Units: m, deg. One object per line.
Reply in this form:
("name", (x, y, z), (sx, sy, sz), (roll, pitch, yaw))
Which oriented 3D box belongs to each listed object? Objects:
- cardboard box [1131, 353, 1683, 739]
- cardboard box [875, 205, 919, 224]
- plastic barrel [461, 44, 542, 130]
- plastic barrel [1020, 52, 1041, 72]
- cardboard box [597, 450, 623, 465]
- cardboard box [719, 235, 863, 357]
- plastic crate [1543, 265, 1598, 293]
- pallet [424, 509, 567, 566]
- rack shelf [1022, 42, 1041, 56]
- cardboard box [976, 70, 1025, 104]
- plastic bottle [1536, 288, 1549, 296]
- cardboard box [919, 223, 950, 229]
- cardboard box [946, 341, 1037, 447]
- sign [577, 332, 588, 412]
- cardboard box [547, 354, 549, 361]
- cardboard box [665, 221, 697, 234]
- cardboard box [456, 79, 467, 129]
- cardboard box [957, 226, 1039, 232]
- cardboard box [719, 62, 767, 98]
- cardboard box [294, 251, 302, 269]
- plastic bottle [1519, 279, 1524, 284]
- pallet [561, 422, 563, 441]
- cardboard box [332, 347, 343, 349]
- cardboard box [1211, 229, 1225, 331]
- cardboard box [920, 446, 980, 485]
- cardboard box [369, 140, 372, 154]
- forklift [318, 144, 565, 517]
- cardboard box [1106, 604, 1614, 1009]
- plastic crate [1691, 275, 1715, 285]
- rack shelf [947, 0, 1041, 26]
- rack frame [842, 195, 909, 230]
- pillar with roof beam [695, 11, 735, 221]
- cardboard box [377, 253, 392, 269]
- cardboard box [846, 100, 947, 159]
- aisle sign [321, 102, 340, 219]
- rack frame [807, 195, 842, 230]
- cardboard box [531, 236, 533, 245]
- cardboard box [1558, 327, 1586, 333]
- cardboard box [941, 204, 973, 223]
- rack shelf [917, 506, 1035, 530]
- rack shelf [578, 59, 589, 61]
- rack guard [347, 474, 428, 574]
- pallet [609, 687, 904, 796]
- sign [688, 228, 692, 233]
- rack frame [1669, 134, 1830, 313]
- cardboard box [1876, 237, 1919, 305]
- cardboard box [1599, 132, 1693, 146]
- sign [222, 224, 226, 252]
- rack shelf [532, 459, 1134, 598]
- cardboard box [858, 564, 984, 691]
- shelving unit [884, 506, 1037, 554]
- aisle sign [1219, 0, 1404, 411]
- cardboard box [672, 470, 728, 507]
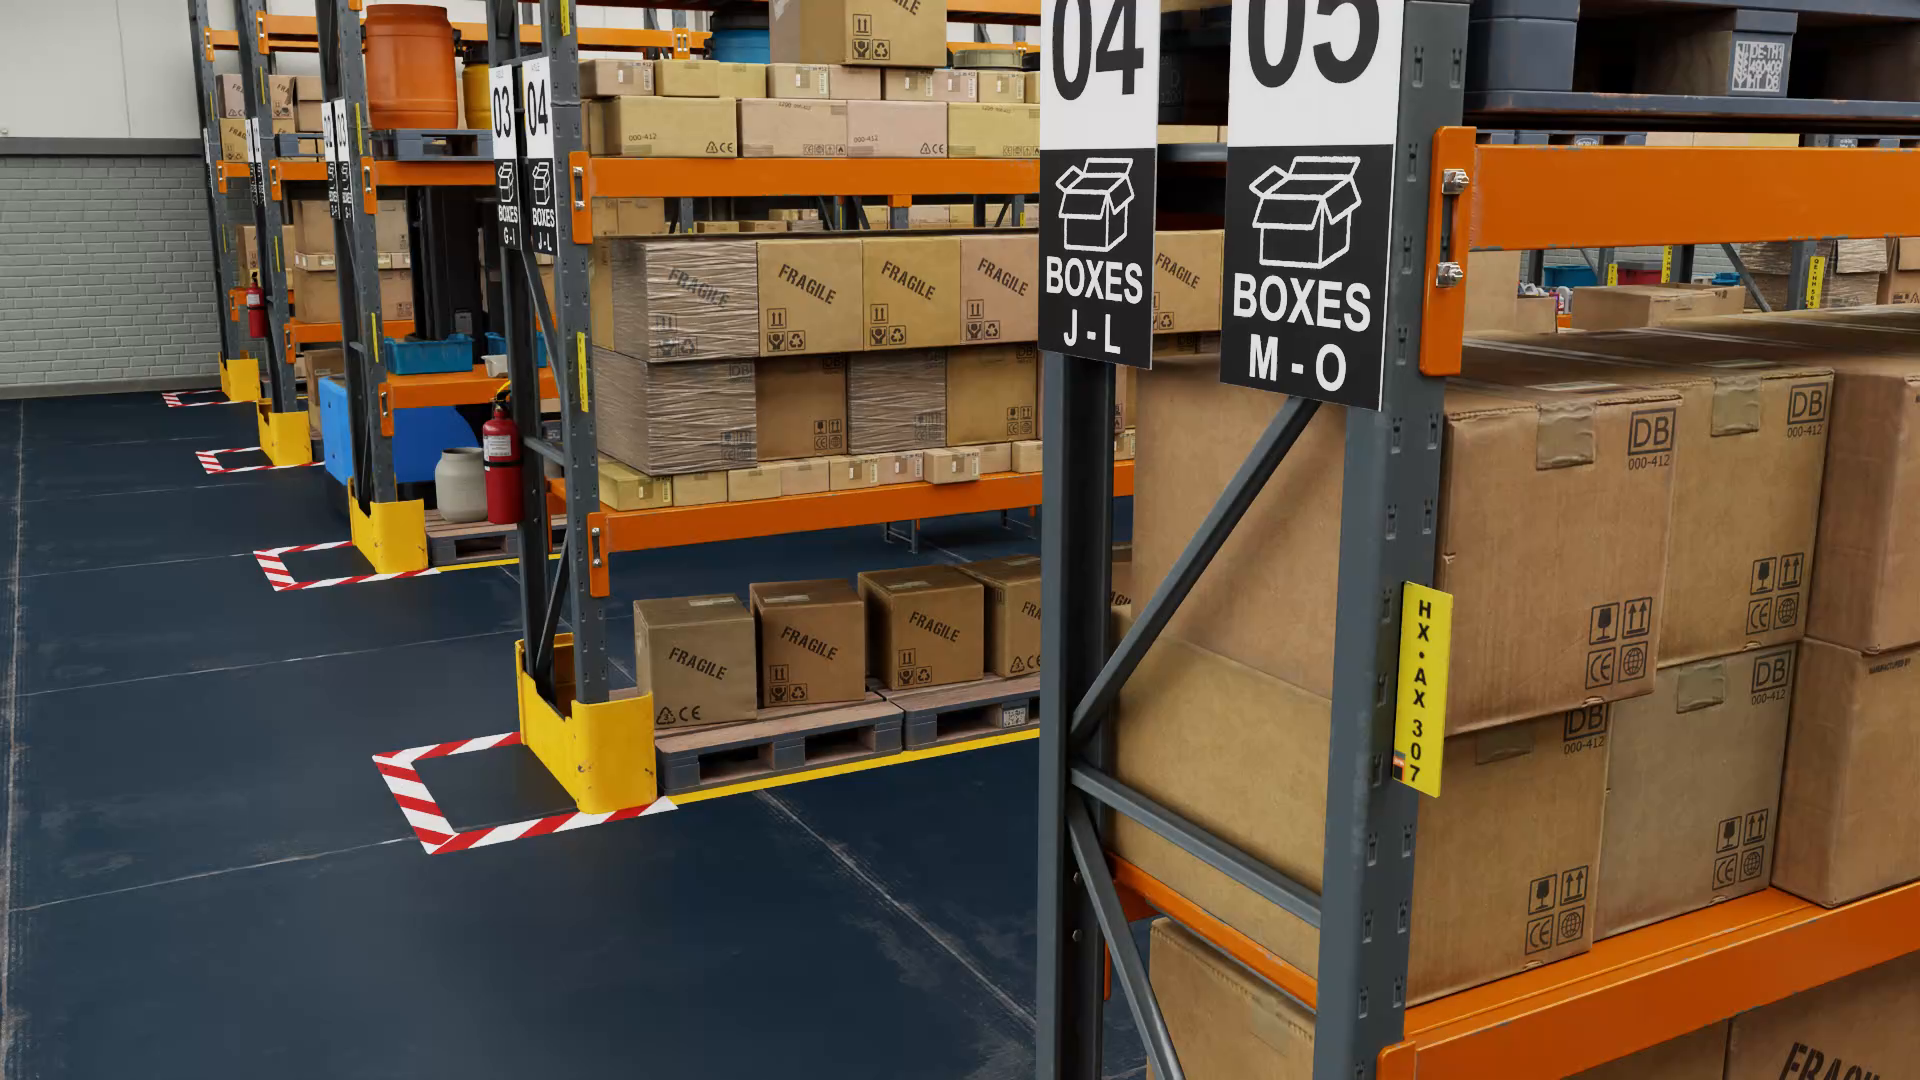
("cardboard box", (0.803, -0.045, 3.178), (0.550, 0.550, 0.875), (-7, 14, -28))
("cardboard box", (-0.934, -4.710, 24.047), (0.500, 0.250, 0.500), (-7, 14, -29))
("plastic barrel", (-3.262, -3.239, 11.954), (0.600, 0.588, 0.600), (0, 13, 0))
("plastic barrel", (0.800, -3.697, 14.229), (0.708, 0.901, 0.600), (-7, 14, -28))
("cardboard box", (-1.677, -0.328, 7.805), (0.250, 0.149, 0.380), (-7, 14, -28))
("cardboard box", (-0.773, -1.119, 7.565), (0.500, 0.500, 0.500), (-7, 14, -28))
("plastic crate", (6.577, -2.734, 17.823), (0.575, 0.384, 0.392), (-7, 14, -28))
("pallet", (-3.442, -0.076, 12.466), (1.213, 0.211, 1.003), (-7, 14, -28))
("rack shelf", (2.205, -5.723, 20.091), (4.000, 0.370, 1.077), (-7, 14, -28))
("cardboard box", (0.102, -2.145, 7.910), (0.250, 0.149, 0.380), (-7, 15, -30))
("plastic bottle", (5.819, -2.395, 16.700), (0.135, 0.276, 0.152), (-7, 14, -28))
("cardboard box", (-0.478, -4.396, 24.362), (0.500, 0.500, 0.500), (-7, 14, -28))
("cardboard box", (-0.047, -0.797, 8.414), (0.500, 0.500, 0.875), (-7, 14, -28))
("sign", (-1.569, -0.698, 6.908), (0.005, 0.325, 0.100), (-7, 14, -28))
("cardboard box", (-4.245, -1.745, 17.131), (0.500, 0.500, 0.500), (-7, 14, -28))
("cardboard box", (-3.918, -4.108, 22.801), (0.500, 0.500, 0.700), (-5, 14, -20))
("cardboard box", (-4.983, -4.197, 16.092), (0.500, 0.500, 0.500), (-7, 14, -28))
("cardboard box", (0.288, -1.379, 8.723), (0.500, 0.500, 0.500), (-7, 14, -28))
("cardboard box", (-1.040, -2.008, 7.303), (0.250, 0.149, 0.380), (-7, 15, -29))
("cardboard box", (-6.328, -2.732, 16.211), (0.250, 0.149, 0.380), (-7, 15, -29))
("plastic bottle", (5.831, -2.594, 17.417), (0.185, 0.351, 0.144), (-7, 14, -28))
("pallet", (-3.779, -1.275, 17.792), (1.213, 0.211, 1.003), (-7, 14, -28))
("cardboard box", (-7.798, -2.262, 20.952), (0.500, 0.311, 0.500), (-6, 14, -23))
("cardboard box", (1.419, -1.382, 8.738), (0.500, 0.500, 0.500), (-7, 14, -28))
("cardboard box", (-0.101, -0.381, 8.042), (0.250, 0.149, 0.380), (-7, 14, -28))
("cardboard box", (-7.133, -4.918, 20.527), (0.500, 0.500, 0.500), (-6, 14, -24))
("forklift", (-3.750, -1.796, 13.916), (3.031, 2.935, 1.130), (-7, 15, -29))
("cardboard box", (0.763, 0.465, 3.368), (0.550, 0.550, 0.875), (-7, 14, -28))
("plastic crate", (7.759, -2.694, 17.880), (0.530, 0.282, 0.437), (-7, 14, -28))
("rack shelf", (1.065, -4.347, 13.977), (4.000, 0.370, 1.077), (-7, 14, -28))
("rack frame", (-0.691, -1.756, 13.578), (0.127, 3.000, 1.000), (-7, 14, -28))
("pillar with roof beam", (-1.420, -6.213, 19.720), (0.400, 9.000, 9.100), (-7, 14, -28))
("cardboard box", (-5.674, -2.709, 16.110), (0.250, 0.149, 0.380), (-7, 14, -28))
("cardboard box", (-0.396, -1.878, 7.633), (0.500, 0.250, 0.500), (-7, 14, -28))
("aisle sign", (-4.407, -2.653, 11.644), (0.004, 0.787, 0.394), (-7, 14, -28))
("rack frame", (-1.927, -4.086, 23.932), (0.127, 3.000, 1.000), (-7, 14, -28))
("cardboard box", (-4.330, -3.238, 16.985), (0.500, 0.500, 0.700), (-7, 14, -28))
("cardboard box", (3.612, -1.222, 10.591), (0.500, 0.250, 0.500), (-7, 15, -29))
("cardboard box", (-0.051, -4.818, 24.528), (0.500, 0.250, 0.500), (-7, 15, -29))
("rack shelf", (0.006, -0.311, 12.543), (1.000, 0.278, 0.538), (-7, 14, -28))
("rack shelf", (-3.682, -6.256, 22.461), (4.000, 0.370, 1.077), (-7, 14, -28))
("rack guard", (-4.158, -0.132, 12.059), (0.348, 0.500, 1.175), (-7, 14, -28))
("pallet", (-1.032, 0.893, 8.158), (1.213, 0.211, 1.003), (-7, 14, -28))
("sign", (-2.794, -3.065, 17.243), (0.005, 0.325, 0.100), (-7, 14, -28))
("rack frame", (5.193, -1.222, 11.207), (0.127, 3.000, 1.000), (-7, 14, -28))
("cardboard box", (6.416, -1.902, 11.716), (0.637, 0.503, 0.797), (-6, 14, -27))
("cardboard box", (4.022, -2.408, 9.986), (0.500, 0.250, 0.500), (-6, 14, -26))
("sign", (-8.689, -3.562, 19.632), (0.005, 0.325, 0.100), (-7, 14, -28))
("rack shelf", (-0.073, -0.240, 8.481), (4.000, 0.370, 1.077), (-7, 14, -28))
("cardboard box", (-0.206, 0.440, 8.558), (0.500, 0.500, 0.500), (-5, 14, -23))
("shelving unit", (0.006, -0.549, 12.489), (1.048, 1.125, 0.538), (-7, 14, -28))
("aisle sign", (0.541, -0.617, 2.597), (0.004, 0.787, 0.394), (-7, 14, -28))
("cardboard box", (-1.236, -0.264, 7.524), (0.250, 0.149, 0.380), (-7, 14, -28))
